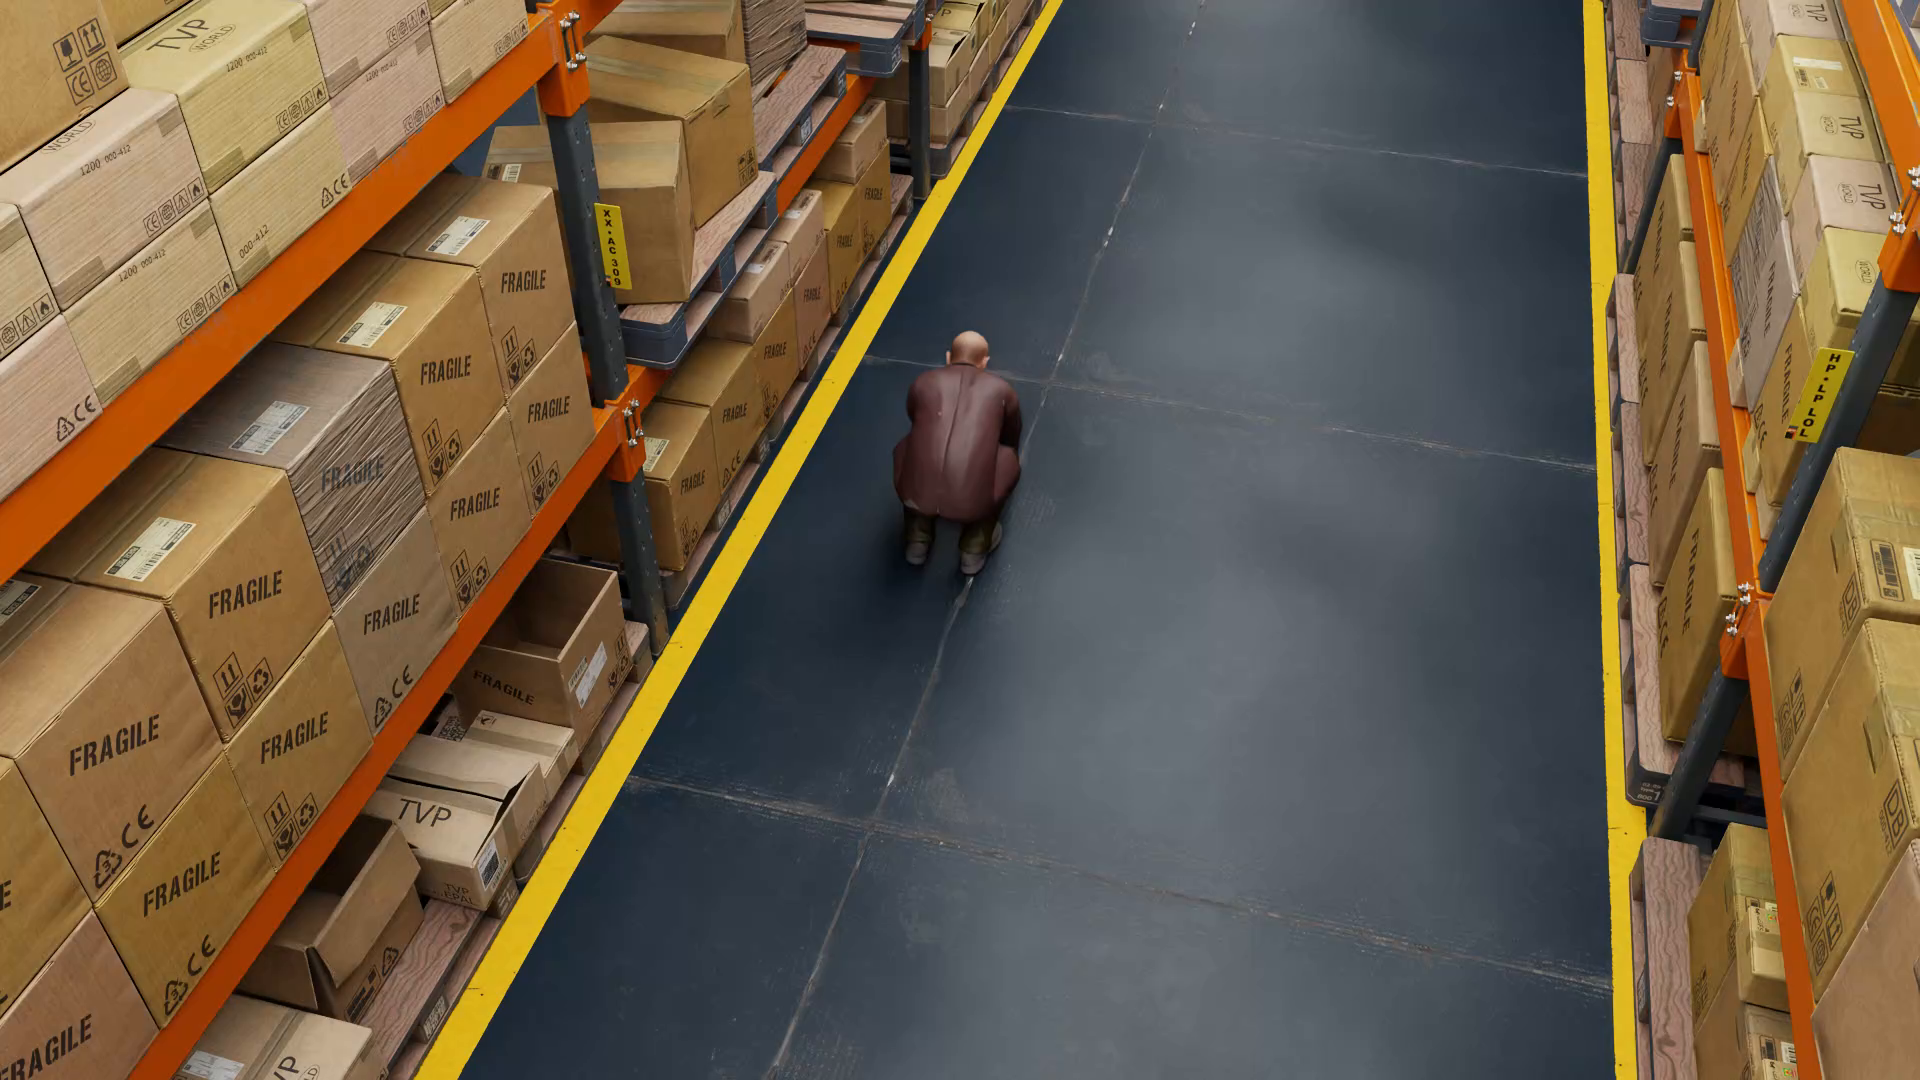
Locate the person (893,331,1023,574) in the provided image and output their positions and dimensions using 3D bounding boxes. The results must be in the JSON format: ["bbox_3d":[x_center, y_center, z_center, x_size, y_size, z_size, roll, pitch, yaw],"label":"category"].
[{"bbox_3d":[0.003,-0.349,7.389,0.580,0.874,0.921,9,41,11],"label":"person"}]
